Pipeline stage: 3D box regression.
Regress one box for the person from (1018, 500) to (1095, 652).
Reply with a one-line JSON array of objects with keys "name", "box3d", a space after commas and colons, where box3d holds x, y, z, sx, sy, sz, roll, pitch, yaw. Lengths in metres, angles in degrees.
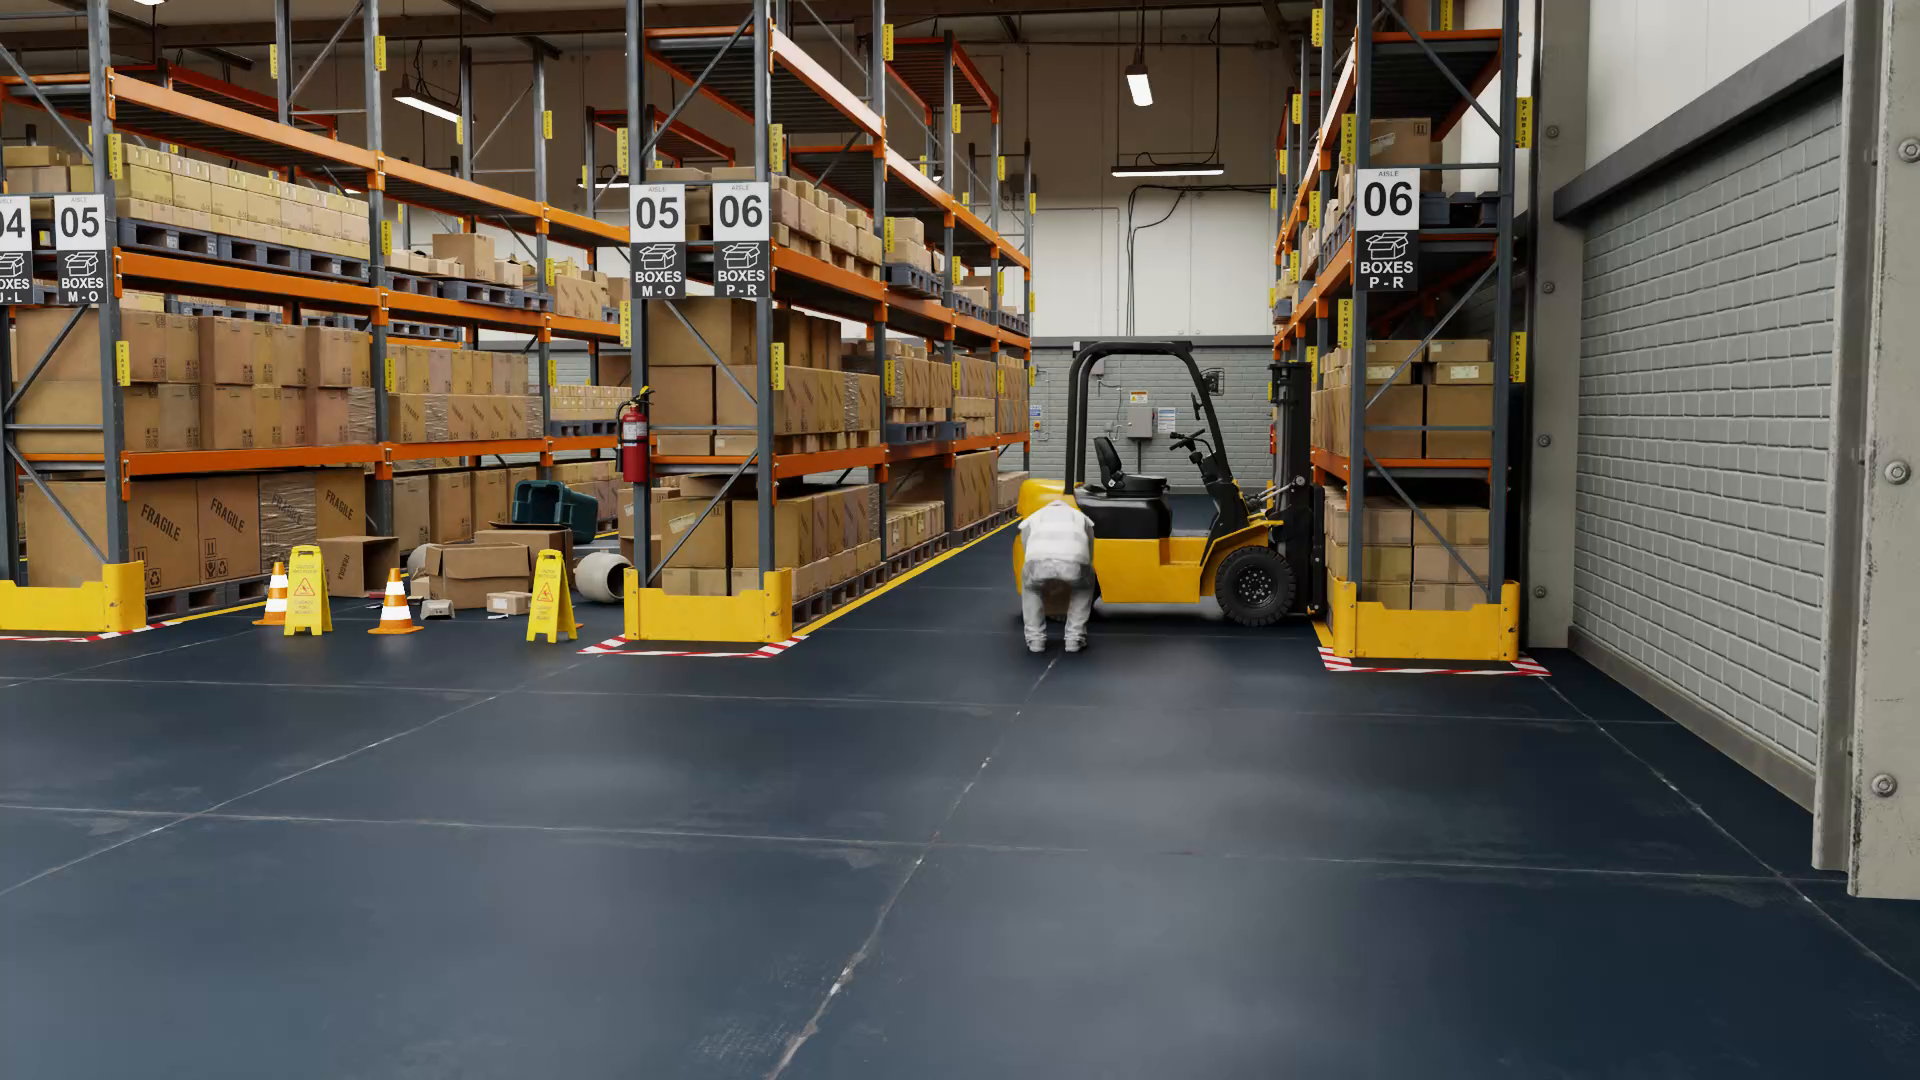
[{"name": "person", "box3d": [0.662, 0.242, 11.447, 0.543, 0.998, 0.949, 1, 4, 7]}]
